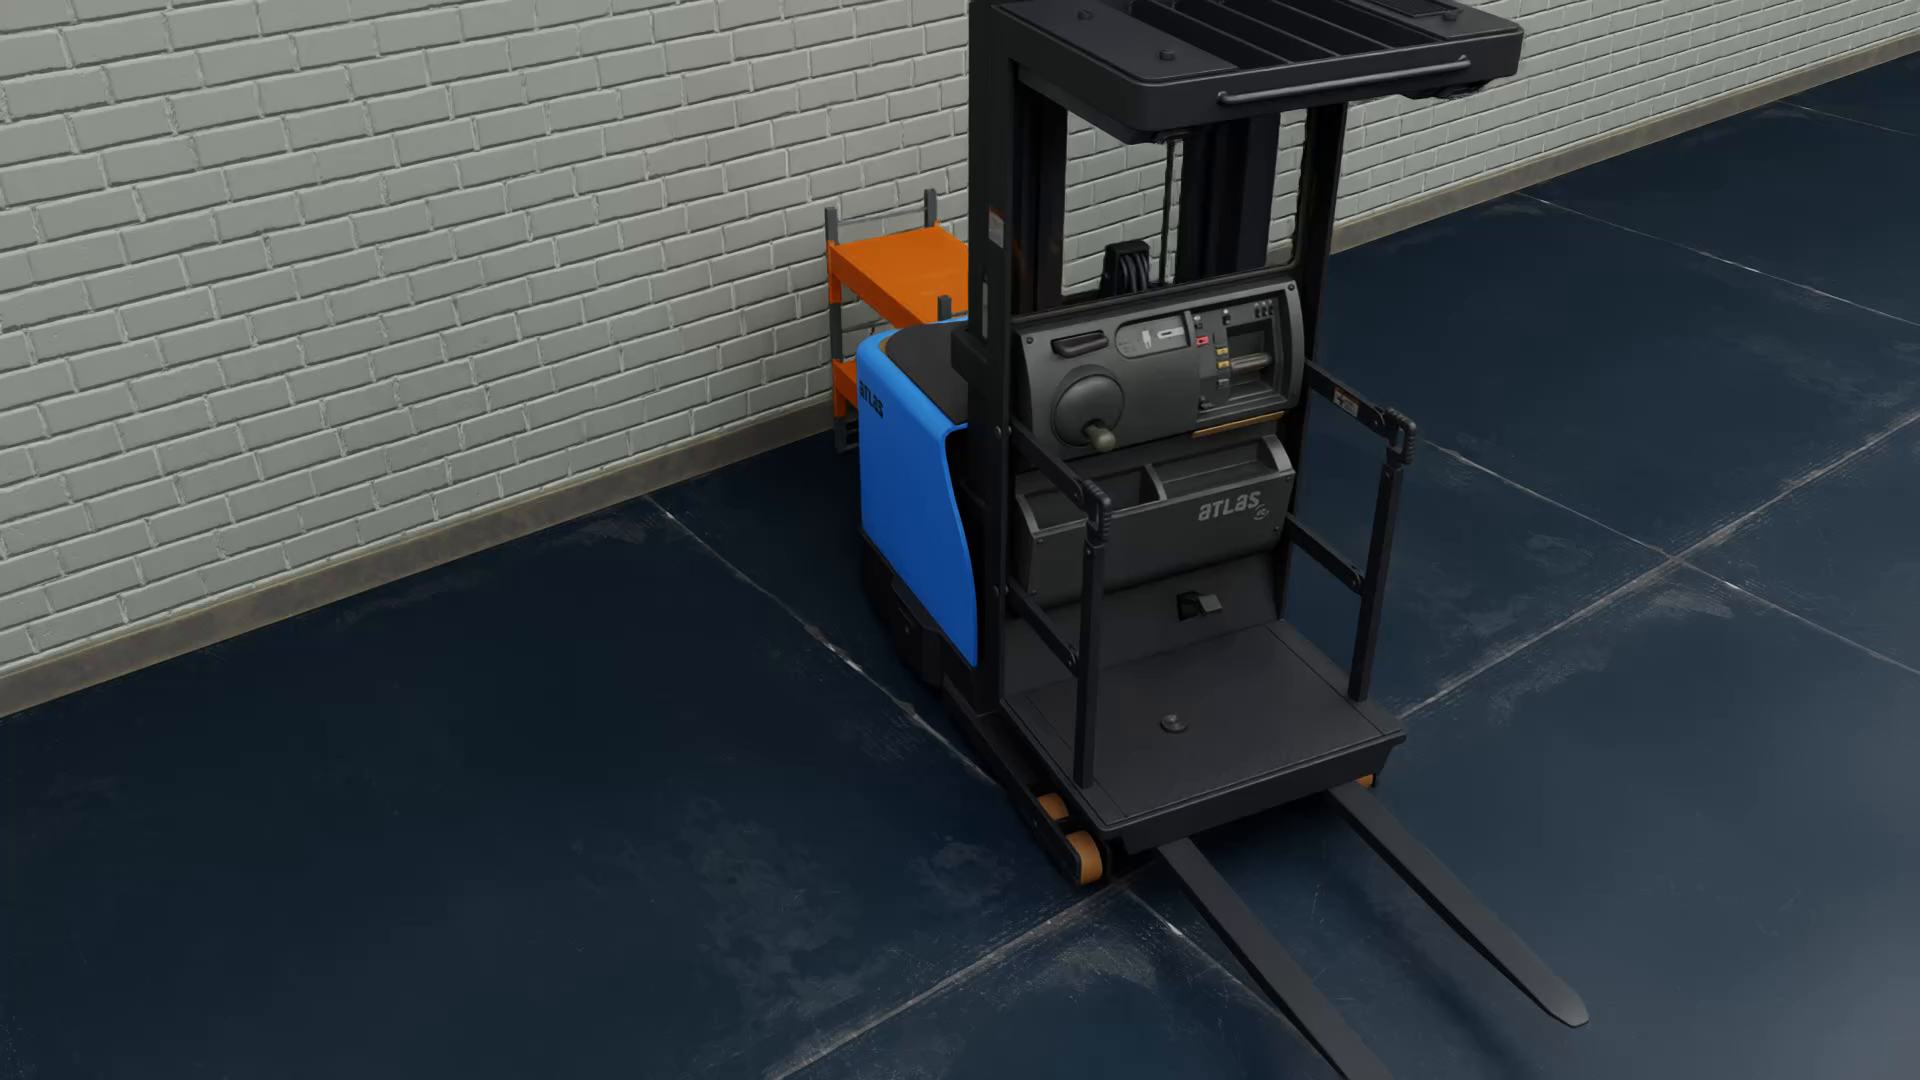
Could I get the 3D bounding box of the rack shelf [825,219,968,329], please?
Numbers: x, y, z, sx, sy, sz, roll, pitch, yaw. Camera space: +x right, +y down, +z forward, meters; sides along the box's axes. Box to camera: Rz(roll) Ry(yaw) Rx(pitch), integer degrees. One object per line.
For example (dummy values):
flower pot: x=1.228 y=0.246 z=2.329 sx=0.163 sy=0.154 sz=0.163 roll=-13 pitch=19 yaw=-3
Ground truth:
rack shelf: x=-0.090 y=-0.947 z=6.655 sx=0.538 sy=0.278 sz=1.000 roll=-16 pitch=35 yaw=-23

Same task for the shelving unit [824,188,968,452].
shelving unit: x=-0.090 y=-0.699 z=6.809 sx=0.538 sy=1.125 sz=1.048 roll=-16 pitch=35 yaw=-23

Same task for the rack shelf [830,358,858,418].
rack shelf: x=-0.090 y=-0.491 z=6.938 sx=0.538 sy=0.278 sz=1.000 roll=-16 pitch=35 yaw=-23

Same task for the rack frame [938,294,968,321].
rack frame: x=0.146 y=-0.461 z=6.427 sx=0.500 sy=1.125 sz=0.032 roll=-16 pitch=35 yaw=-23

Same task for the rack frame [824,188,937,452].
rack frame: x=-0.327 y=-0.936 z=7.191 sx=0.500 sy=1.125 sz=0.032 roll=-16 pitch=35 yaw=-23

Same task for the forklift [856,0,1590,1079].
forklift: x=0.697 y=-0.458 z=4.709 sx=1.130 sy=2.935 sz=3.031 roll=-14 pitch=34 yaw=-21
